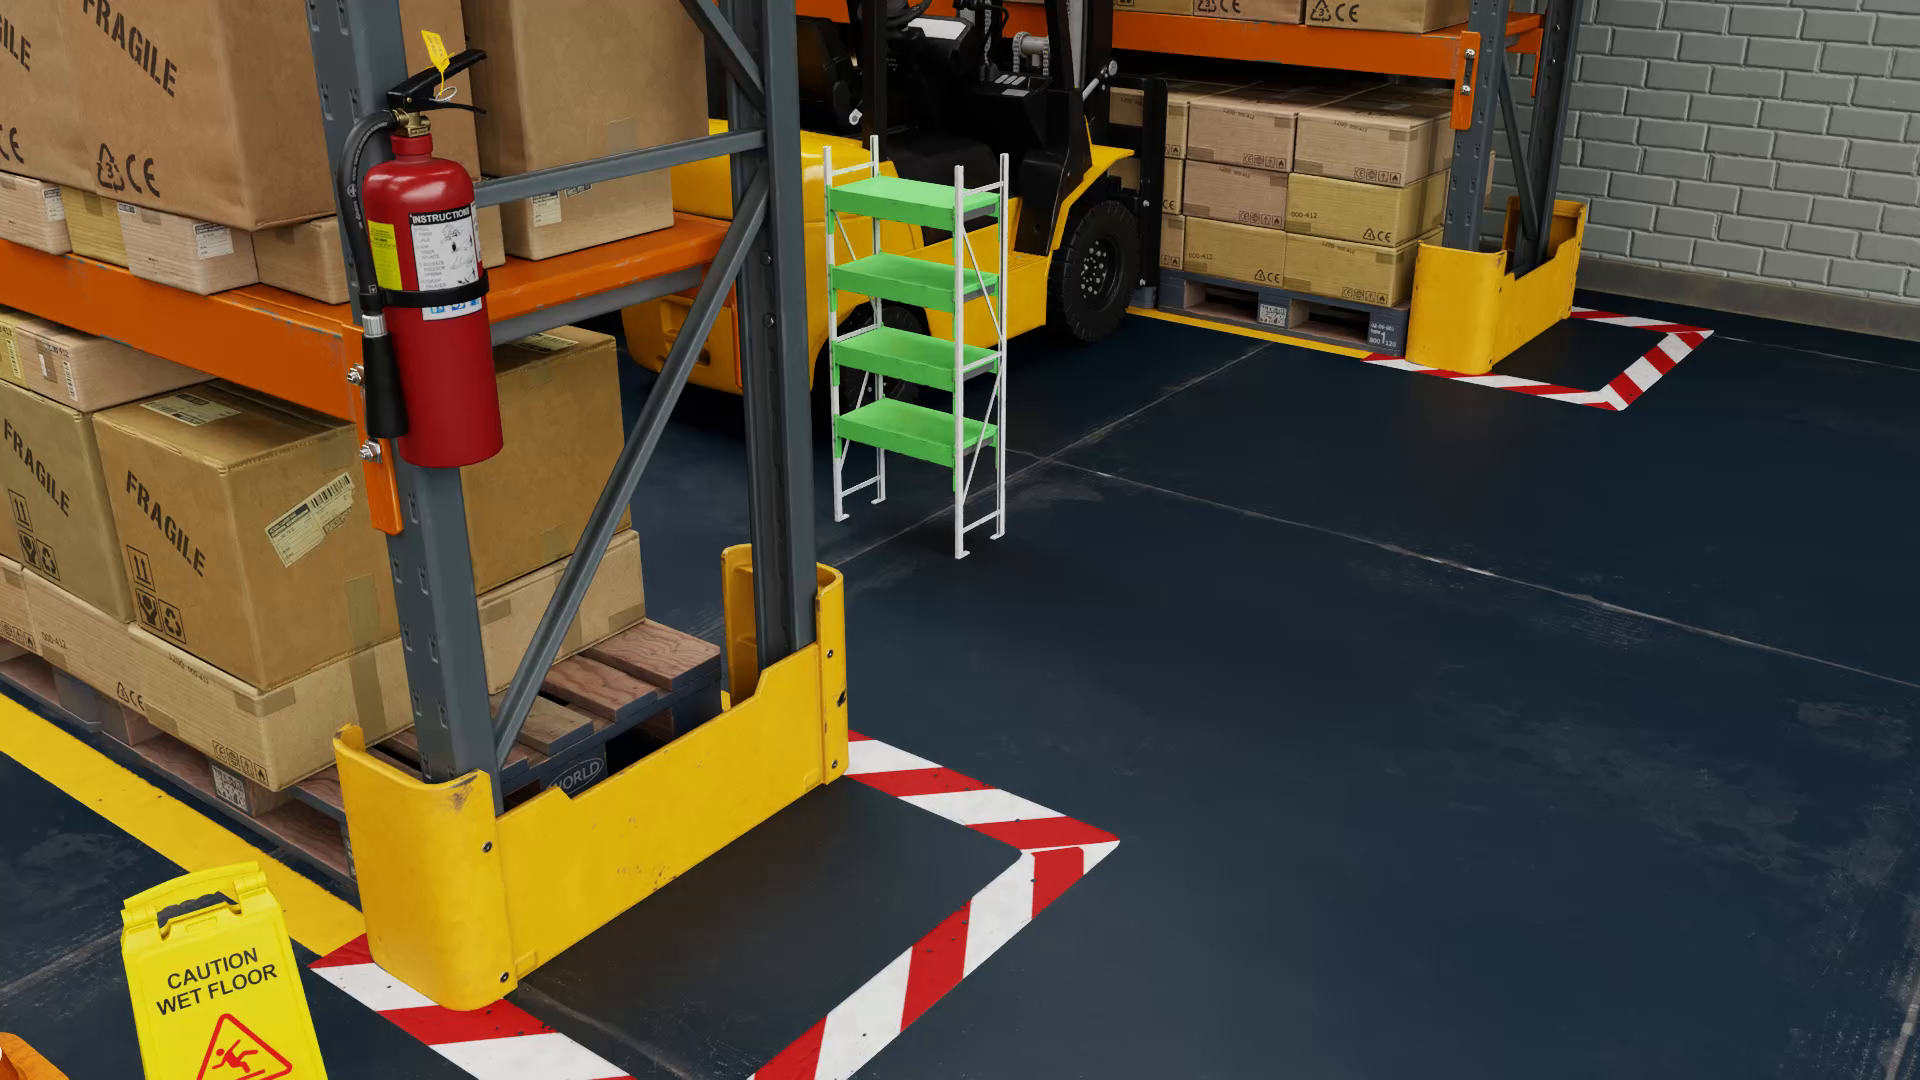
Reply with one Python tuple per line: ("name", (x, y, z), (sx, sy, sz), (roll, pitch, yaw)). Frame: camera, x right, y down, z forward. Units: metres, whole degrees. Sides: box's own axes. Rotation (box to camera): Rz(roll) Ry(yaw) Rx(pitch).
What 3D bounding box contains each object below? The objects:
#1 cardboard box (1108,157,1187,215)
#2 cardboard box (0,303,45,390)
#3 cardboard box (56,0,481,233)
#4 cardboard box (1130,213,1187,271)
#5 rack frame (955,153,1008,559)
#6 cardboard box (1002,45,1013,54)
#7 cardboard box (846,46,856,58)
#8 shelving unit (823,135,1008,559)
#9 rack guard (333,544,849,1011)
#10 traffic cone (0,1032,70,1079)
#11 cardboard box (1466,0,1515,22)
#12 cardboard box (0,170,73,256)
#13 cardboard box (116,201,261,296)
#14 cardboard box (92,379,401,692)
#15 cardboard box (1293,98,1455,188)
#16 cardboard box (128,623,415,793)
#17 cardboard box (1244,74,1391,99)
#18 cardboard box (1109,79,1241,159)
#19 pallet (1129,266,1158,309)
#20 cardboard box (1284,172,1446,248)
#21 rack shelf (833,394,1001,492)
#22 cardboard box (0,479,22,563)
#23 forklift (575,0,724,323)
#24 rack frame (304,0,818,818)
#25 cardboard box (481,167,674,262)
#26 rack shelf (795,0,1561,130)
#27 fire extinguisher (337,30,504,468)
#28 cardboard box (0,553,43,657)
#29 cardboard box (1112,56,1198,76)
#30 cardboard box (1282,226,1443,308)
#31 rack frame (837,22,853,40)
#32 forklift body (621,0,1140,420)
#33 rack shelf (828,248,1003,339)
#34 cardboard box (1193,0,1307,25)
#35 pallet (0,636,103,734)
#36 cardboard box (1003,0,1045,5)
("cardboard box", (0.907, -1.693, 7.642), (0.500, 0.250, 0.500), (16, 28, 32))
("cardboard box", (-2.000, -0.481, 3.776), (0.250, 0.149, 0.380), (17, 29, 34))
("cardboard box", (-1.269, -0.893, 3.063), (0.500, 0.500, 0.500), (16, 29, 32))
("cardboard box", (0.952, -1.463, 7.741), (0.500, 0.250, 0.500), (17, 29, 34))
("rack frame", (0.063, -0.530, 4.965), (0.015, 1.200, 0.240), (17, 29, 33))
("cardboard box", (0.028, -2.455, 8.751), (0.500, 0.250, 0.500), (16, 29, 33))
("cardboard box", (-0.697, -2.411, 8.652), (0.500, 0.250, 0.500), (16, 29, 33))
("shelving unit", (-0.132, -0.589, 5.099), (0.503, 1.200, 0.258), (17, 29, 33))
("rack guard", (-0.730, 0.457, 3.592), (0.348, 0.500, 1.175), (17, 29, 33))
("traffic cone", (-1.787, 0.805, 2.849), (0.334, 0.463, 0.336), (17, 29, 33))
("cardboard box", (2.075, -2.526, 7.138), (0.500, 0.500, 0.500), (18, 29, 35))
("cardboard box", (-1.783, -0.722, 3.479), (0.250, 0.149, 0.380), (17, 29, 34))
("cardboard box", (-1.366, -0.600, 3.204), (0.250, 0.149, 0.380), (16, 29, 33))
("cardboard box", (-1.467, -0.055, 3.614), (0.500, 0.500, 0.500), (17, 29, 34))
("cardboard box", (1.749, -1.673, 6.976), (0.500, 0.250, 0.500), (18, 29, 35))
("cardboard box", (-1.497, 0.283, 3.776), (0.500, 0.250, 0.500), (17, 29, 33))
("cardboard box", (1.632, -1.959, 7.625), (0.500, 0.250, 0.500), (17, 29, 33))
("cardboard box", (0.927, -1.913, 7.521), (0.500, 0.250, 0.500), (17, 29, 34))
("pallet", (0.696, -1.461, 8.305), (1.213, 0.211, 1.003), (17, 29, 33))
("cardboard box", (1.728, -1.450, 7.091), (0.500, 0.250, 0.500), (16, 29, 33))
("rack shelf", (-0.132, -0.311, 5.221), (0.480, 0.148, 0.258), (17, 29, 33))
("cardboard box", (-2.286, -0.304, 4.180), (0.500, 0.500, 0.500), (16, 28, 32))
("forklift", (-1.361, -2.455, 7.187), (3.031, 2.935, 1.130), (-3, 24, -6))
("rack frame", (-0.669, -0.668, 3.047), (0.127, 3.000, 1.000), (17, 29, 33))
("cardboard box", (-0.817, -0.702, 3.435), (0.250, 0.149, 0.380), (17, 29, 33))
("rack shelf", (0.704, -2.425, 7.926), (4.000, 0.370, 1.077), (17, 29, 33))
("fire extinguisher", (-0.854, -0.457, 2.662), (0.183, 0.674, 0.296), (17, 29, 33))
("cardboard box", (-2.309, 0.037, 4.336), (0.500, 0.250, 0.500), (16, 28, 31))
("cardboard box", (0.832, -2.210, 8.194), (0.500, 0.250, 0.500), (16, 28, 32))
("cardboard box", (1.739, -1.216, 7.180), (0.500, 0.250, 0.500), (17, 29, 34))
("rack frame", (-0.896, -3.238, 8.879), (0.127, 3.000, 1.000), (17, 29, 33))
("forklift body", (-0.307, -1.752, 6.559), (1.214, 2.155, 2.313), (17, 29, 33))
("rack shelf", (-0.132, -0.750, 5.028), (0.480, 0.148, 0.258), (17, 29, 33))
("cardboard box", (1.344, -2.479, 7.033), (0.500, 0.500, 0.500), (18, 29, 35))
("pallet", (-2.331, 0.086, 4.792), (1.213, 0.211, 1.003), (17, 29, 33))
("cardboard box", (0.525, -2.721, 7.581), (0.500, 0.500, 0.500), (17, 29, 34))
